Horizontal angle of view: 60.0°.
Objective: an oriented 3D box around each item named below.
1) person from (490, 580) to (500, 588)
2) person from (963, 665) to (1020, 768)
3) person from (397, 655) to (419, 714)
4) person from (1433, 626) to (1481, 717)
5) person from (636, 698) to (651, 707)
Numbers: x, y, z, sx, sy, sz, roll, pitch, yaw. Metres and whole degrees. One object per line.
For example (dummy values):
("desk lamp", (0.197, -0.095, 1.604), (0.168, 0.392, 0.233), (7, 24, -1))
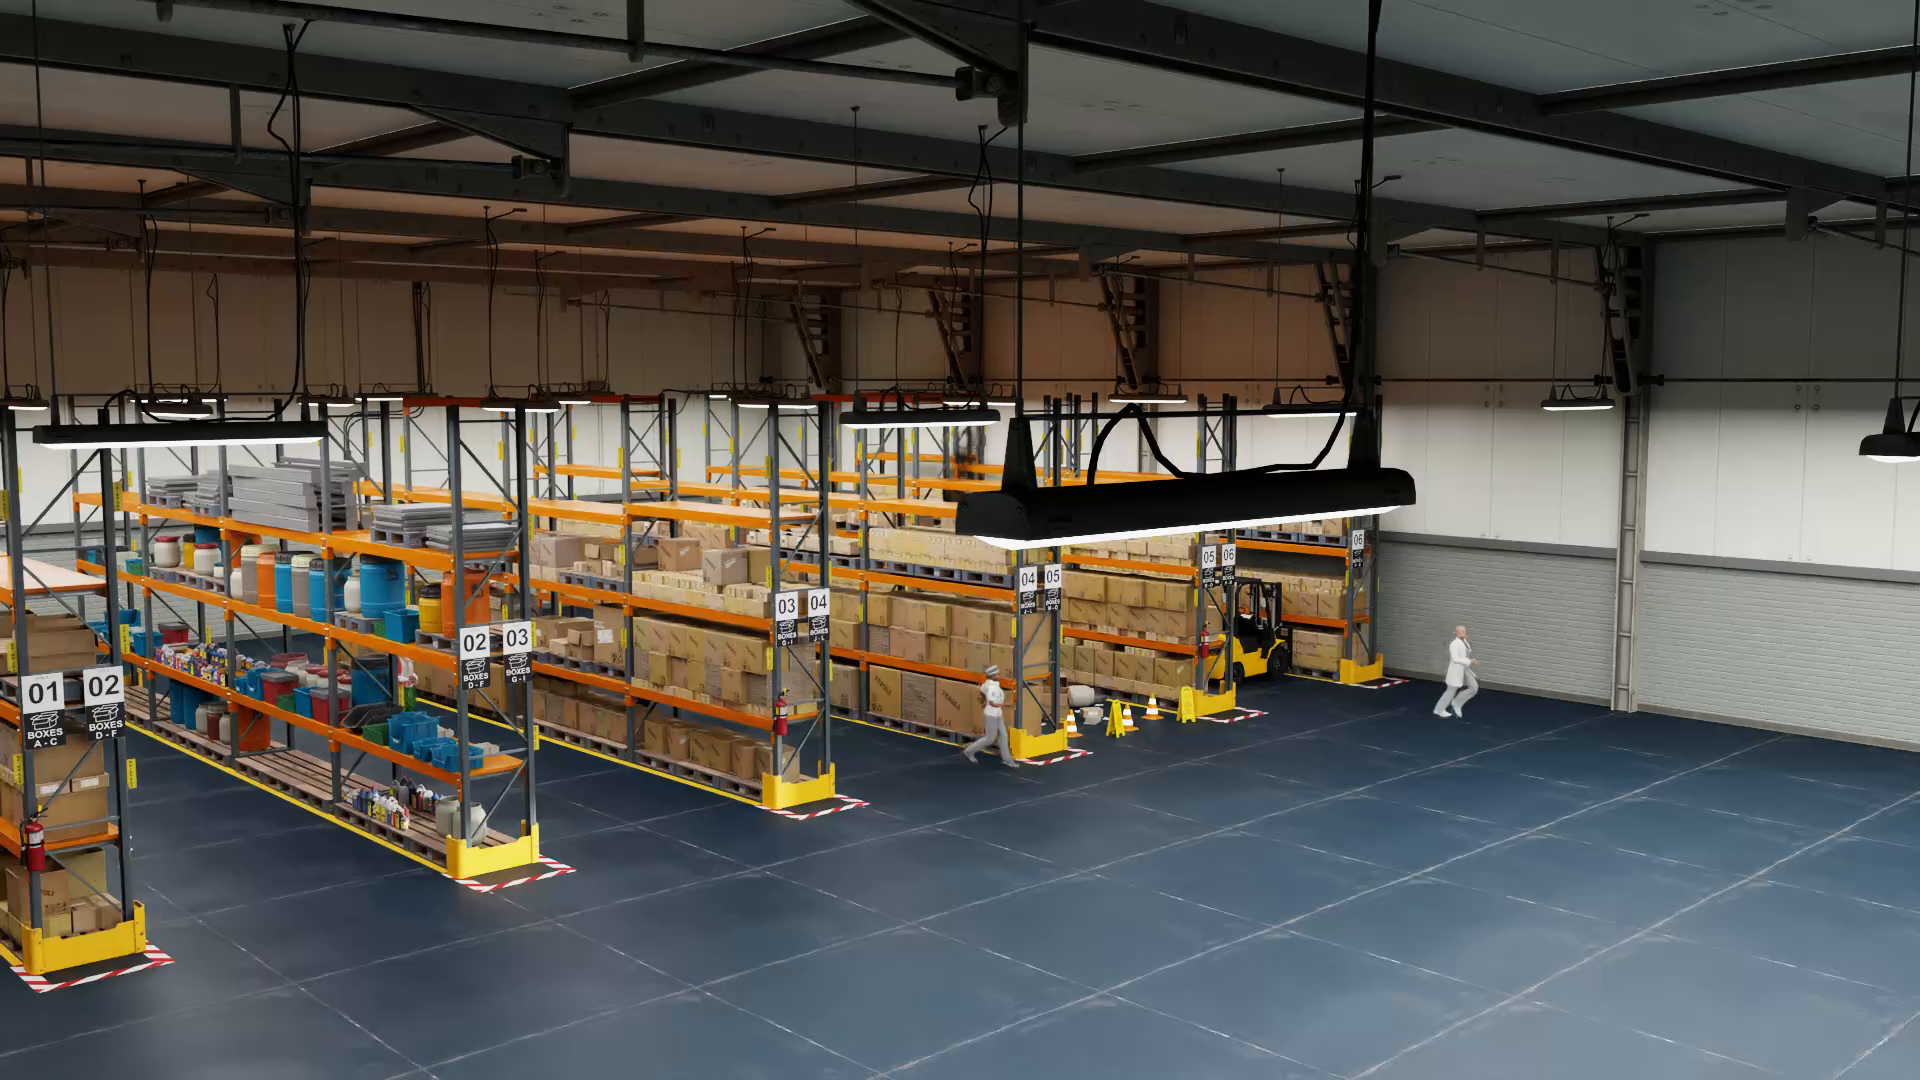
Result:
("person", (-10.754, 1.761, 38.317), (0.717, 1.788, 0.681), (-1, 6, -15))
("person", (0.514, 2.872, 27.055), (0.924, 1.711, 0.578), (0, 6, 3))
("person", (-9.859, 2.604, 29.341), (0.865, 1.795, 0.684), (4, 7, 33))
("person", (9.310, 2.491, 30.991), (0.732, 1.655, 0.897), (-5, 8, -44))
("person", (-5.825, 2.502, 31.289), (0.587, 1.613, 0.583), (-5, 8, -44))
